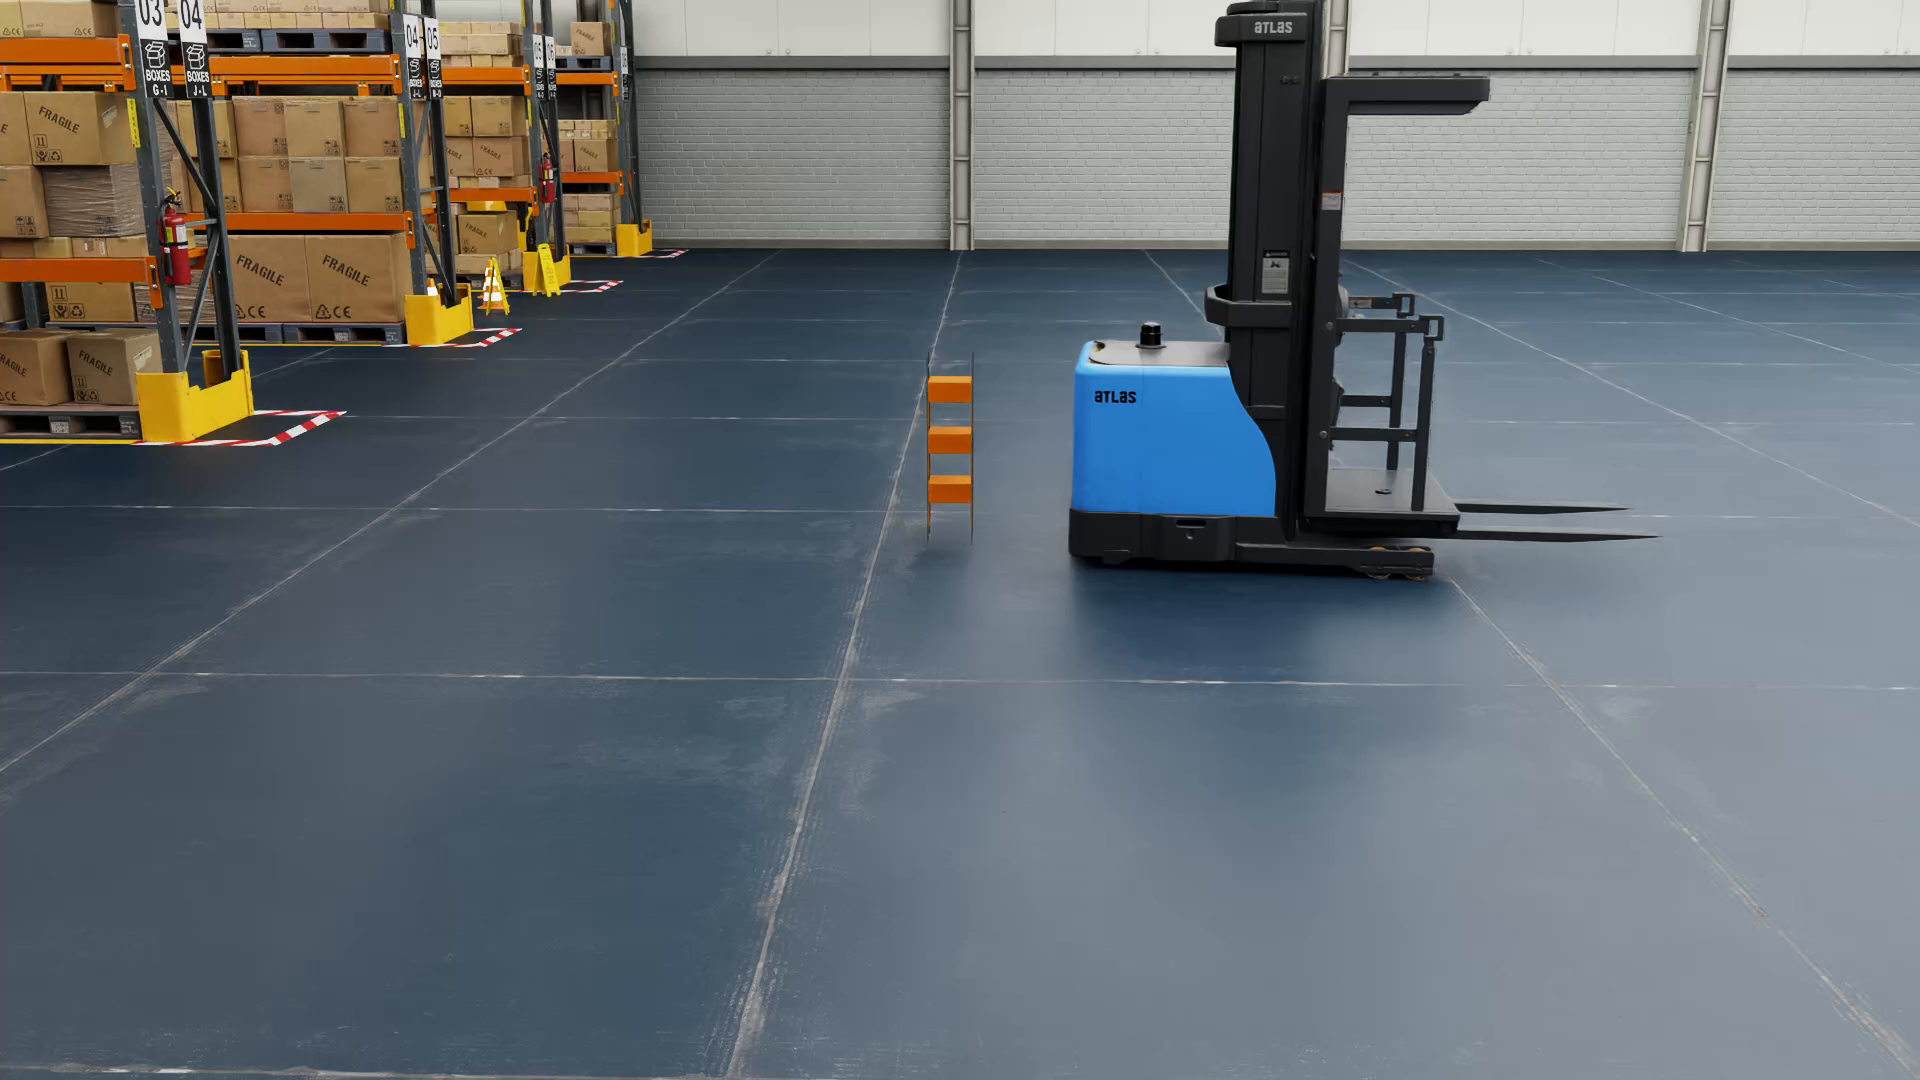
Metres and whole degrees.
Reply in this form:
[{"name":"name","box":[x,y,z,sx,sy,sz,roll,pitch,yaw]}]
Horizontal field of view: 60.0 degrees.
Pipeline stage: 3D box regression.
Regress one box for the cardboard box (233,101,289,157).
[{"name":"cardboard box","box":[-6.916,-4.193,16.943,0.550,0.550,0.875,0,15,1]}]

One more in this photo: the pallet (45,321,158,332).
[{"name":"pallet","box":[-8.678,-2.221,17.344,1.213,0.211,1.003,0,15,1]}]

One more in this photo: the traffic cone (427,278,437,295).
[{"name":"traffic cone","box":[-5.932,-2.707,18.693,0.334,0.463,0.336,0,15,1]}]

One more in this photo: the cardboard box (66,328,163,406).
[{"name":"cardboard box","box":[-6.289,-1.306,12.489,0.500,0.500,0.500,3,15,12]}]

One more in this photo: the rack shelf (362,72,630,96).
[{"name":"rack shelf","box":[-7.288,-7.212,26.327,4.000,0.370,1.077,0,15,1]}]

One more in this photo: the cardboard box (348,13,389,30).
[{"name":"cardboard box","box":[-5.778,-5.064,16.247,0.250,0.149,0.380,0,15,1]}]

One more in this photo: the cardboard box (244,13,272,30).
[{"name":"cardboard box","box":[-6.796,-5.071,16.272,0.250,0.149,0.380,0,15,1]}]

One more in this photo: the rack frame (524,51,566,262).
[{"name":"rack frame","box":[-5.412,-4.831,21.771,0.127,3.000,1.000,0,15,1]}]

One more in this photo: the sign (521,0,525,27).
[{"name":"sign","box":[-5.446,-6.568,20.739,0.005,0.325,0.100,0,15,1]}]

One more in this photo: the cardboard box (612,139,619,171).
[{"name":"cardboard box","box":[-5.777,-6.219,26.837,0.500,0.500,0.500,1,15,3]}]

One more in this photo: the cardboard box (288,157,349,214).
[{"name":"cardboard box","box":[-6.360,-3.629,16.922,0.550,0.550,0.875,0,15,1]}]

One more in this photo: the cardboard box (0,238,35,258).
[{"name":"cardboard box","box":[-6.706,-2.127,12.016,0.250,0.149,0.380,0,15,1]}]

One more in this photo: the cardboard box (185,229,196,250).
[{"name":"cardboard box","box":[-5.944,-2.245,12.461,0.250,0.149,0.380,0,15,1]}]

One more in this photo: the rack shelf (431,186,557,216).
[{"name":"rack shelf","box":[-7.411,-4.496,21.912,4.000,0.370,1.077,0,15,1]}]

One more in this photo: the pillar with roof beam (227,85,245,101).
[{"name":"pillar with roof beam","box":[-12.070,-8.173,22.679,0.400,9.000,9.100,0,15,1]}]

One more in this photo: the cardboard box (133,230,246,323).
[{"name":"cardboard box","box":[-7.908,-2.743,17.198,0.875,0.875,0.875,0,15,2]}]

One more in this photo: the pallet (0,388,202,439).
[{"name":"pallet","box":[-6.552,-0.970,12.604,1.213,0.211,1.003,0,15,1]}]

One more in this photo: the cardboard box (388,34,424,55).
[{"name":"cardboard box","box":[-6.952,-6.293,21.143,0.500,0.250,0.500,1,15,3]}]

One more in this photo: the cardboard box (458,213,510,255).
[{"name":"cardboard box","box":[-6.219,-4.006,21.740,0.500,0.500,0.500,0,15,2]}]

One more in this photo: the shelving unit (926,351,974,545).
[{"name":"shelving unit","box":[-0.053,-0.508,9.207,0.252,1.050,0.215,0,15,1]}]

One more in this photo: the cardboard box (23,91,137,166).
[{"name":"cardboard box","box":[-6.221,-2.920,11.788,0.500,0.500,0.500,0,15,1]}]

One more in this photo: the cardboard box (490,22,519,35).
[{"name":"cardboard box","box":[-5.757,-6.472,21.041,0.250,0.149,0.380,1,15,2]}]

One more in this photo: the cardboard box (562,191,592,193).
[{"name":"cardboard box","box":[-6.264,-5.508,26.942,0.500,0.250,0.500,0,15,2]}]

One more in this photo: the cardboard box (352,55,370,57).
[{"name":"cardboard box","box":[-7.561,-6.111,21.235,0.250,0.149,0.380,0,15,2]}]

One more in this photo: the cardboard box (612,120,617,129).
[{"name":"cardboard box","box":[-5.619,-6.659,26.650,0.250,0.149,0.380,0,15,0]}]

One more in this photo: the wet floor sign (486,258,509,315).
[{"name":"wet floor sign","box":[-5.358,-2.934,19.197,0.232,0.644,0.267,-2,15,-8]}]

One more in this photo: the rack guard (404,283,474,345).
[{"name":"rack guard","box":[-5.413,-2.359,17.302,0.348,0.500,1.175,0,15,1]}]

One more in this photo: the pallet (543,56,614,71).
[{"name":"pallet","box":[-5.995,-7.516,26.240,1.213,0.211,1.003,0,15,1]}]

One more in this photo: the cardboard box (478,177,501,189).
[{"name":"cardboard box","box":[-6.047,-4.631,21.504,0.250,0.149,0.380,0,15,1]}]

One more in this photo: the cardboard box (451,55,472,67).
[{"name":"cardboard box","box":[-6.290,-6.095,21.173,0.250,0.149,0.380,1,15,3]}]

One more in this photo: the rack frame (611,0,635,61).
[{"name":"rack frame","box":[-5.289,-8.998,25.803,0.127,3.000,1.000,0,15,1]}]

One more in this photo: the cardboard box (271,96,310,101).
[{"name":"cardboard box","box":[-8.466,-5.466,21.437,0.500,0.500,0.700,0,15,2]}]

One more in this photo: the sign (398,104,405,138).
[{"name":"sign","box":[-5.465,-4.104,16.282,0.005,0.325,0.100,0,15,1]}]

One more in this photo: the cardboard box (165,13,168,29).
[{"name":"cardboard box","box":[-7.807,-5.077,16.298,0.250,0.149,0.380,0,15,1]}]

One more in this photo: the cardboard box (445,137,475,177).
[{"name":"cardboard box","box":[-6.462,-4.961,21.484,0.500,0.500,0.500,0,15,2]}]

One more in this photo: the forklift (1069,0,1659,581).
[{"name":"forklift","box":[2.132,-1.352,8.721,3.031,2.935,1.130,2,15,7]}]

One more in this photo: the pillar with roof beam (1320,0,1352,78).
[{"name":"pillar with roof beam","box":[5.924,-8.056,22.234,0.400,9.000,9.100,0,15,1]}]

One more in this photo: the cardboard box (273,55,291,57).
[{"name":"cardboard box","box":[-8.594,-6.132,21.314,0.250,0.149,0.380,0,15,1]}]

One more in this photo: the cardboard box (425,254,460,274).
[{"name":"cardboard box","box":[-6.744,-3.647,21.848,0.500,0.250,0.500,0,15,2]}]

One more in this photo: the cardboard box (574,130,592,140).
[{"name":"cardboard box","box":[-5.899,-6.384,26.189,0.250,0.149,0.380,1,15,2]}]

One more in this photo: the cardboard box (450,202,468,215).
[{"name":"cardboard box","box":[-6.588,-4.305,21.601,0.250,0.149,0.380,1,15,3]}]

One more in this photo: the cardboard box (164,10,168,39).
[{"name":"cardboard box","box":[-6.140,-3.751,12.090,0.500,0.250,0.500,1,15,3]}]

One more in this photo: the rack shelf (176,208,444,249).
[{"name":"rack shelf","box":[-7.437,-3.233,17.125,4.000,0.370,1.077,0,15,1]}]

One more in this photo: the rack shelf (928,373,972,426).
[{"name":"rack shelf","box":[-0.053,-0.772,9.138,0.240,0.259,0.215,0,15,1]}]

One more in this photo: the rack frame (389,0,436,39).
[{"name":"rack frame","box":[-5.437,-6.469,16.218,0.127,3.000,1.000,0,15,1]}]

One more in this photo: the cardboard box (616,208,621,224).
[{"name":"cardboard box","box":[-5.753,-5.268,27.015,0.500,0.250,0.500,1,15,2]}]

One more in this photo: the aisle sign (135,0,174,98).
[{"name":"aisle sign","box":[-5.611,-3.484,11.569,0.004,0.787,0.394,0,15,1]}]

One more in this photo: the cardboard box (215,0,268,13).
[{"name":"cardboard box","box":[-6.935,-5.280,16.284,0.500,0.250,0.500,0,15,1]}]

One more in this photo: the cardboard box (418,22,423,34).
[{"name":"cardboard box","box":[-6.766,-6.499,21.143,0.250,0.149,0.380,0,15,1]}]

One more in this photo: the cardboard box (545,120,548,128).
[{"name":"cardboard box","box":[-6.409,-6.560,26.275,0.250,0.149,0.380,0,15,2]}]

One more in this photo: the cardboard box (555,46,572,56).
[{"name":"cardboard box","box":[-6.125,-7.605,25.879,0.250,0.149,0.380,0,15,0]}]

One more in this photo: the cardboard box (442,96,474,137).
[{"name":"cardboard box","box":[-6.434,-5.459,21.414,0.500,0.500,0.700,1,15,2]}]
